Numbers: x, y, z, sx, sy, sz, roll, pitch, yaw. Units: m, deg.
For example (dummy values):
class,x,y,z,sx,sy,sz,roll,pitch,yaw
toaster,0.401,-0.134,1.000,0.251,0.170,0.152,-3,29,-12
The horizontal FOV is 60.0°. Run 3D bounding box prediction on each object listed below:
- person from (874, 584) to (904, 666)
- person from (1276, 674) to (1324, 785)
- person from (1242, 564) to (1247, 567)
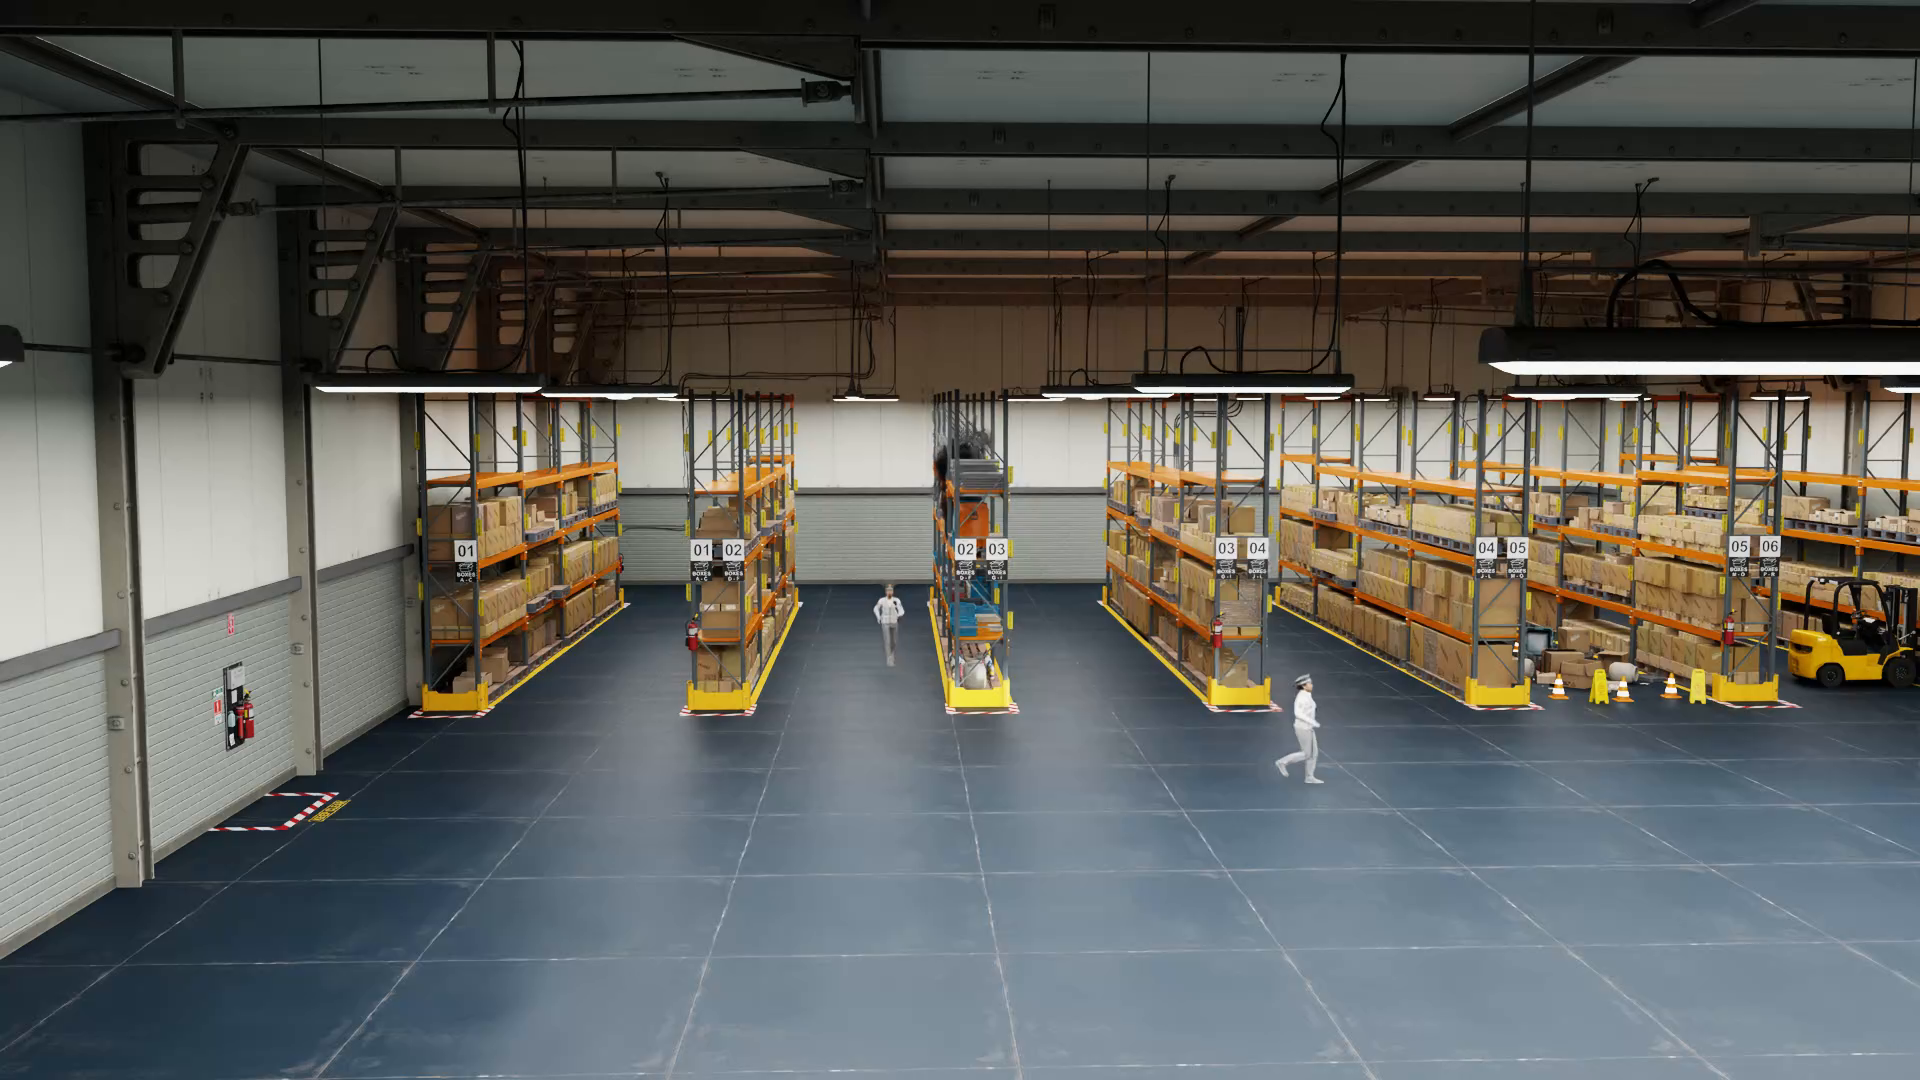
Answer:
class,x,y,z,sx,sy,sz,roll,pitch,yaw
person,-1.471,1.758,34.779,0.626,1.683,0.746,-1,5,-10
person,5.141,2.841,25.089,0.720,1.670,0.611,1,5,16
person,8.501,0.914,48.625,0.841,1.745,0.773,-3,5,-30
